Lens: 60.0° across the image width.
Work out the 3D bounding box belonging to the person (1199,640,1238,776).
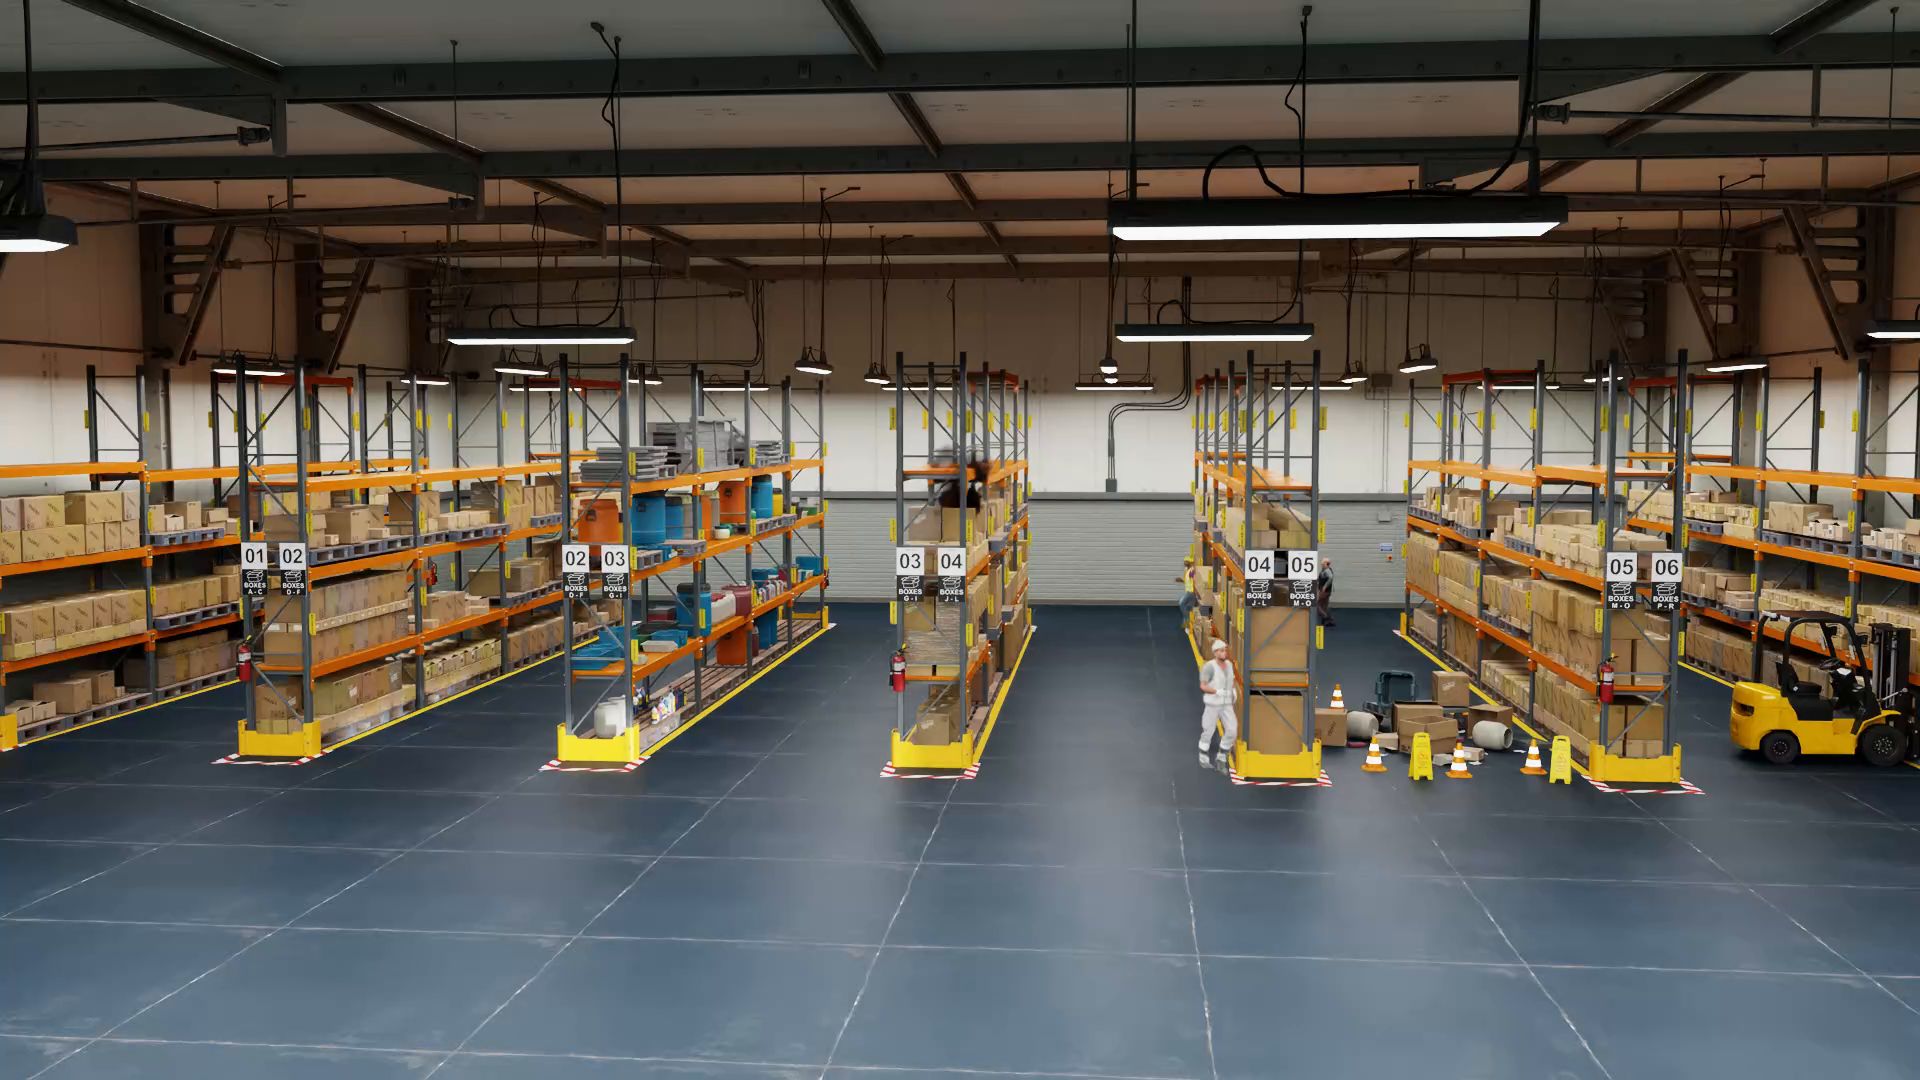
[{"bbox_3d":[3.536,2.277,22.469,0.690,1.855,0.701,-2,5,-26],"label":"person"}]

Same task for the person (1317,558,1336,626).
[{"bbox_3d":[8.865,1.274,40.552,0.618,1.683,0.669,1,4,20],"label":"person"}]

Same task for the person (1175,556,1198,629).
[{"bbox_3d":[5.623,1.270,40.330,0.809,1.780,0.722,0,4,0],"label":"person"}]
